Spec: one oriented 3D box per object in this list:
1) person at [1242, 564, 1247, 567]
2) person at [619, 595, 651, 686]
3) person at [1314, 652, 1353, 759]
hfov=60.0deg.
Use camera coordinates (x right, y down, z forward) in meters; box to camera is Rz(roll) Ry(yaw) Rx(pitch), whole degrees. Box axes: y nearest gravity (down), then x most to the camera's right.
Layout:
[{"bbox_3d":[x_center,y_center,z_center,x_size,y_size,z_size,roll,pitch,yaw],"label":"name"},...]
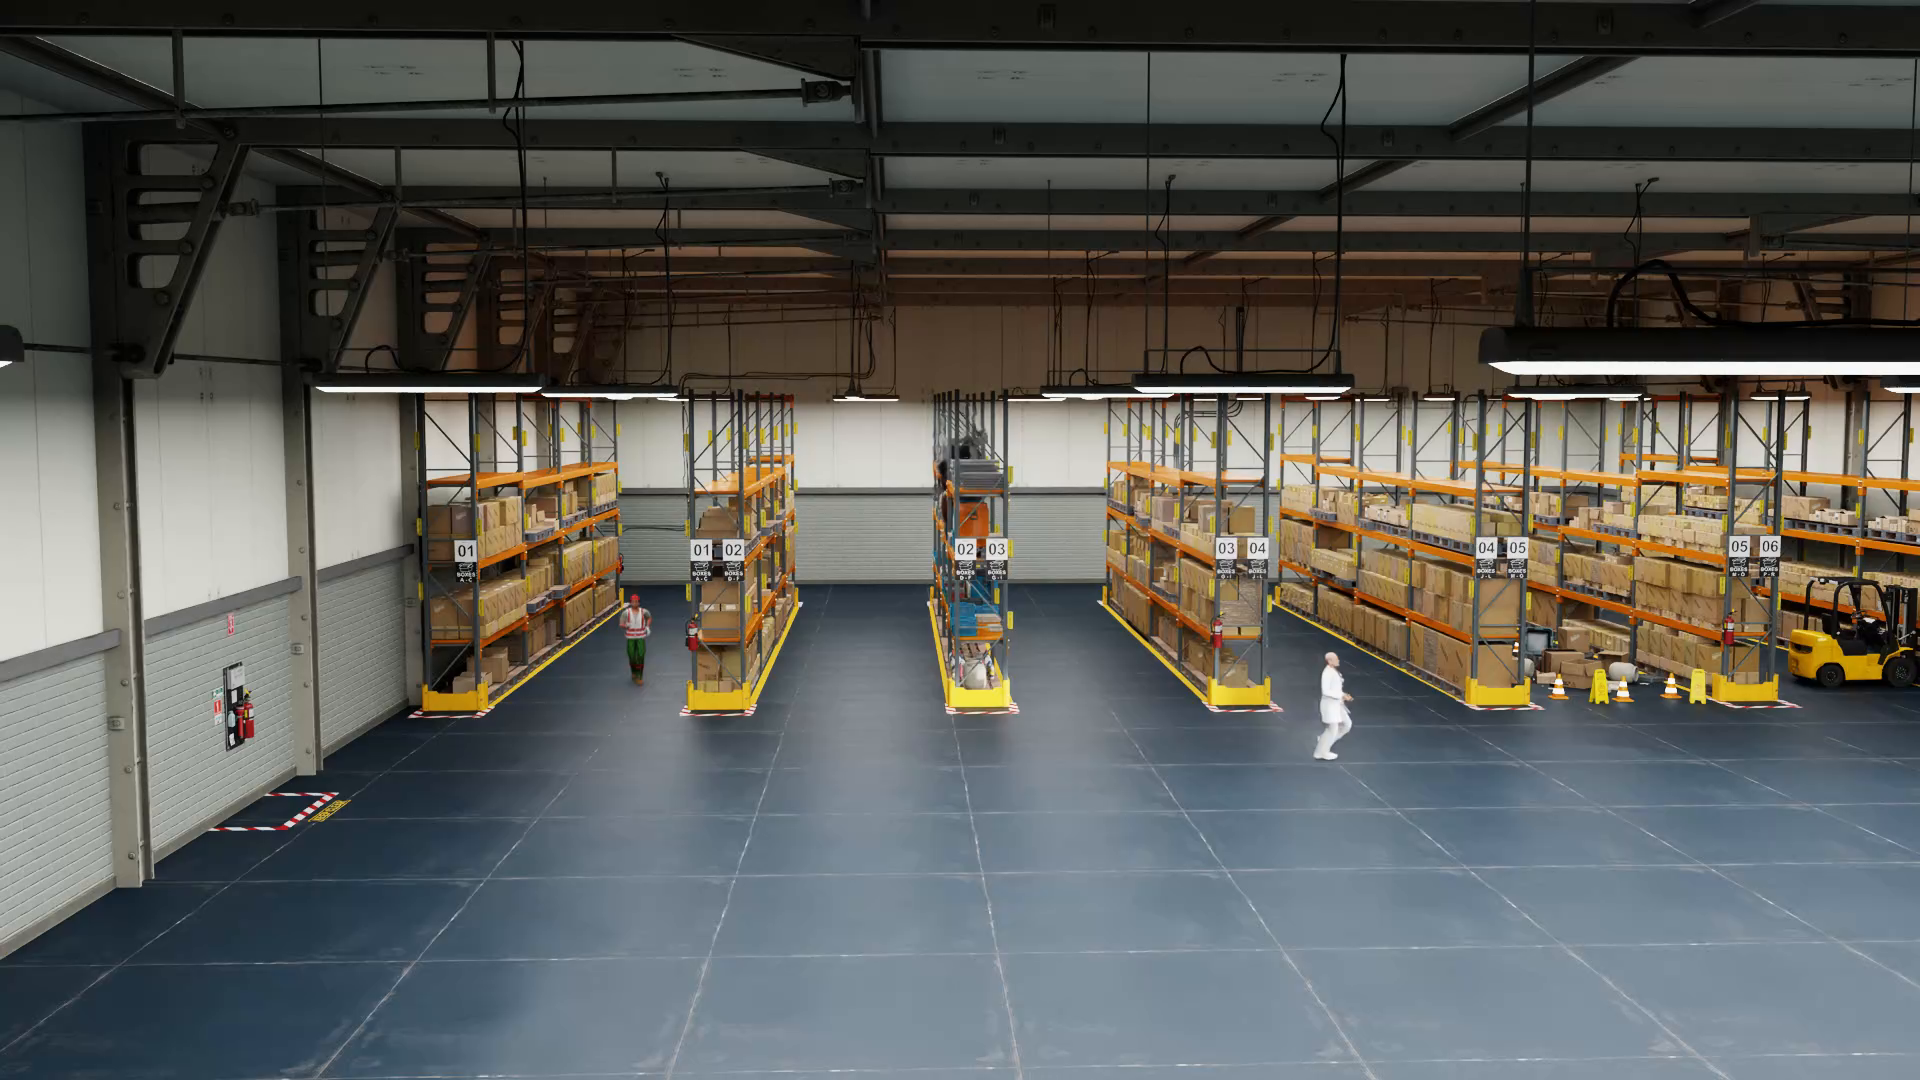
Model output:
[{"bbox_3d":[8.319,0.926,48.447,0.845,1.719,0.710,-2,5,-26],"label":"person"},{"bbox_3d":[-6.648,2.023,34.039,0.644,1.806,0.915,-1,5,-10],"label":"person"},{"bbox_3d":[6.024,2.664,26.722,0.655,1.735,0.682,2,5,27],"label":"person"}]
